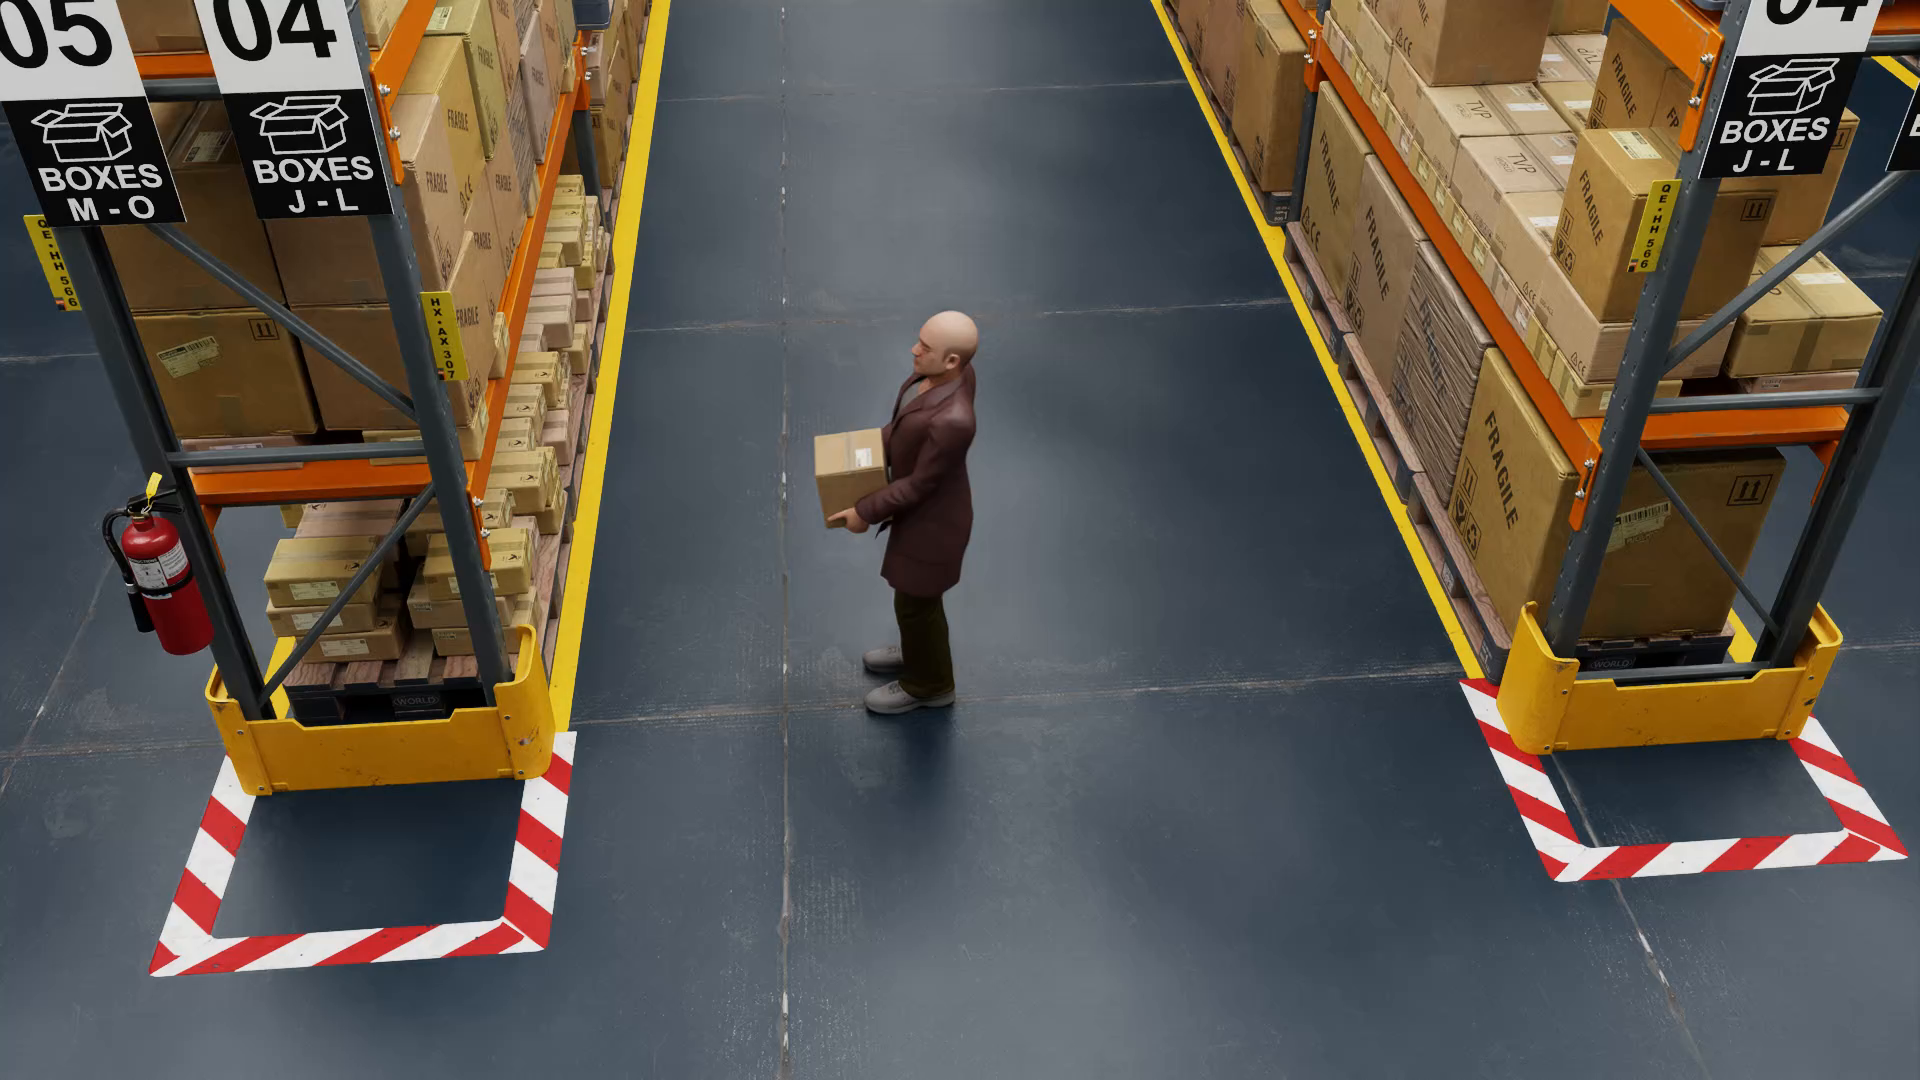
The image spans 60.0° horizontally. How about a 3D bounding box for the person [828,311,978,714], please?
[{"bbox_3d":[-0.214,-0.087,6.279,0.563,1.769,0.527,-3,39,-4],"label":"person"}]
